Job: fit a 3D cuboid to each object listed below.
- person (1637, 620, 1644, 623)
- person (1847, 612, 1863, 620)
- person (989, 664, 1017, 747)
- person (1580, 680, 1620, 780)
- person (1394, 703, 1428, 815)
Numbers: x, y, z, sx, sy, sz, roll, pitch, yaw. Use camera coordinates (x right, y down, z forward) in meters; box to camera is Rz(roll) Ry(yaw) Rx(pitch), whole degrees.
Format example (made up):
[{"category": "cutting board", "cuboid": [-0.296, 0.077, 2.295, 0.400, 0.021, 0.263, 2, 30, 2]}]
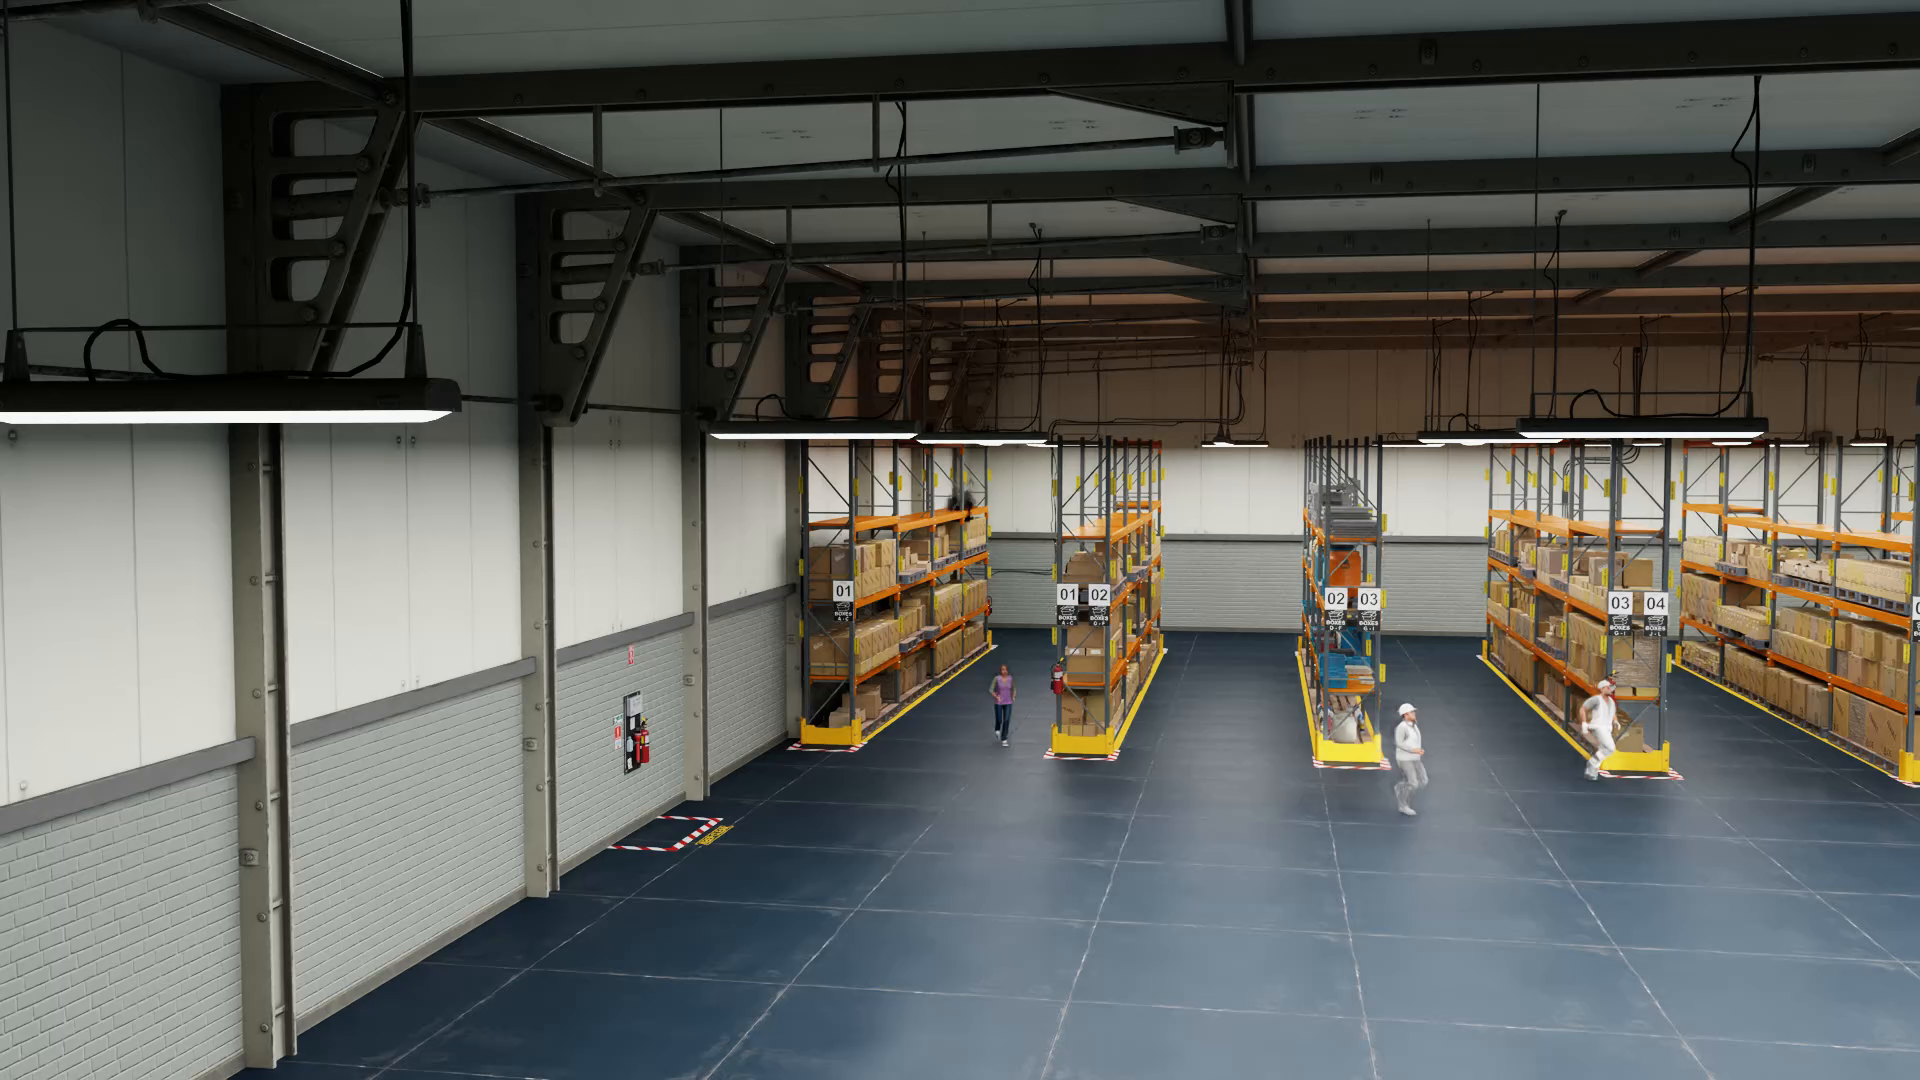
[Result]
[{"category": "person", "cuboid": [18.623, 2.505, 45.550, 0.561, 1.539, 0.568, -1, 3, -11]}, {"category": "person", "cuboid": [24.242, 2.454, 45.111, 0.890, 1.661, 0.613, 1, 3, 26]}, {"category": "person", "cuboid": [0.840, 3.187, 32.347, 0.566, 1.580, 0.688, 0, 3, -9]}, {"category": "person", "cuboid": [11.158, 3.299, 28.781, 0.708, 1.714, 0.585, -2, 4, -30]}, {"category": "person", "cuboid": [7.094, 3.440, 26.199, 0.591, 1.737, 0.587, 2, 4, 38]}]
